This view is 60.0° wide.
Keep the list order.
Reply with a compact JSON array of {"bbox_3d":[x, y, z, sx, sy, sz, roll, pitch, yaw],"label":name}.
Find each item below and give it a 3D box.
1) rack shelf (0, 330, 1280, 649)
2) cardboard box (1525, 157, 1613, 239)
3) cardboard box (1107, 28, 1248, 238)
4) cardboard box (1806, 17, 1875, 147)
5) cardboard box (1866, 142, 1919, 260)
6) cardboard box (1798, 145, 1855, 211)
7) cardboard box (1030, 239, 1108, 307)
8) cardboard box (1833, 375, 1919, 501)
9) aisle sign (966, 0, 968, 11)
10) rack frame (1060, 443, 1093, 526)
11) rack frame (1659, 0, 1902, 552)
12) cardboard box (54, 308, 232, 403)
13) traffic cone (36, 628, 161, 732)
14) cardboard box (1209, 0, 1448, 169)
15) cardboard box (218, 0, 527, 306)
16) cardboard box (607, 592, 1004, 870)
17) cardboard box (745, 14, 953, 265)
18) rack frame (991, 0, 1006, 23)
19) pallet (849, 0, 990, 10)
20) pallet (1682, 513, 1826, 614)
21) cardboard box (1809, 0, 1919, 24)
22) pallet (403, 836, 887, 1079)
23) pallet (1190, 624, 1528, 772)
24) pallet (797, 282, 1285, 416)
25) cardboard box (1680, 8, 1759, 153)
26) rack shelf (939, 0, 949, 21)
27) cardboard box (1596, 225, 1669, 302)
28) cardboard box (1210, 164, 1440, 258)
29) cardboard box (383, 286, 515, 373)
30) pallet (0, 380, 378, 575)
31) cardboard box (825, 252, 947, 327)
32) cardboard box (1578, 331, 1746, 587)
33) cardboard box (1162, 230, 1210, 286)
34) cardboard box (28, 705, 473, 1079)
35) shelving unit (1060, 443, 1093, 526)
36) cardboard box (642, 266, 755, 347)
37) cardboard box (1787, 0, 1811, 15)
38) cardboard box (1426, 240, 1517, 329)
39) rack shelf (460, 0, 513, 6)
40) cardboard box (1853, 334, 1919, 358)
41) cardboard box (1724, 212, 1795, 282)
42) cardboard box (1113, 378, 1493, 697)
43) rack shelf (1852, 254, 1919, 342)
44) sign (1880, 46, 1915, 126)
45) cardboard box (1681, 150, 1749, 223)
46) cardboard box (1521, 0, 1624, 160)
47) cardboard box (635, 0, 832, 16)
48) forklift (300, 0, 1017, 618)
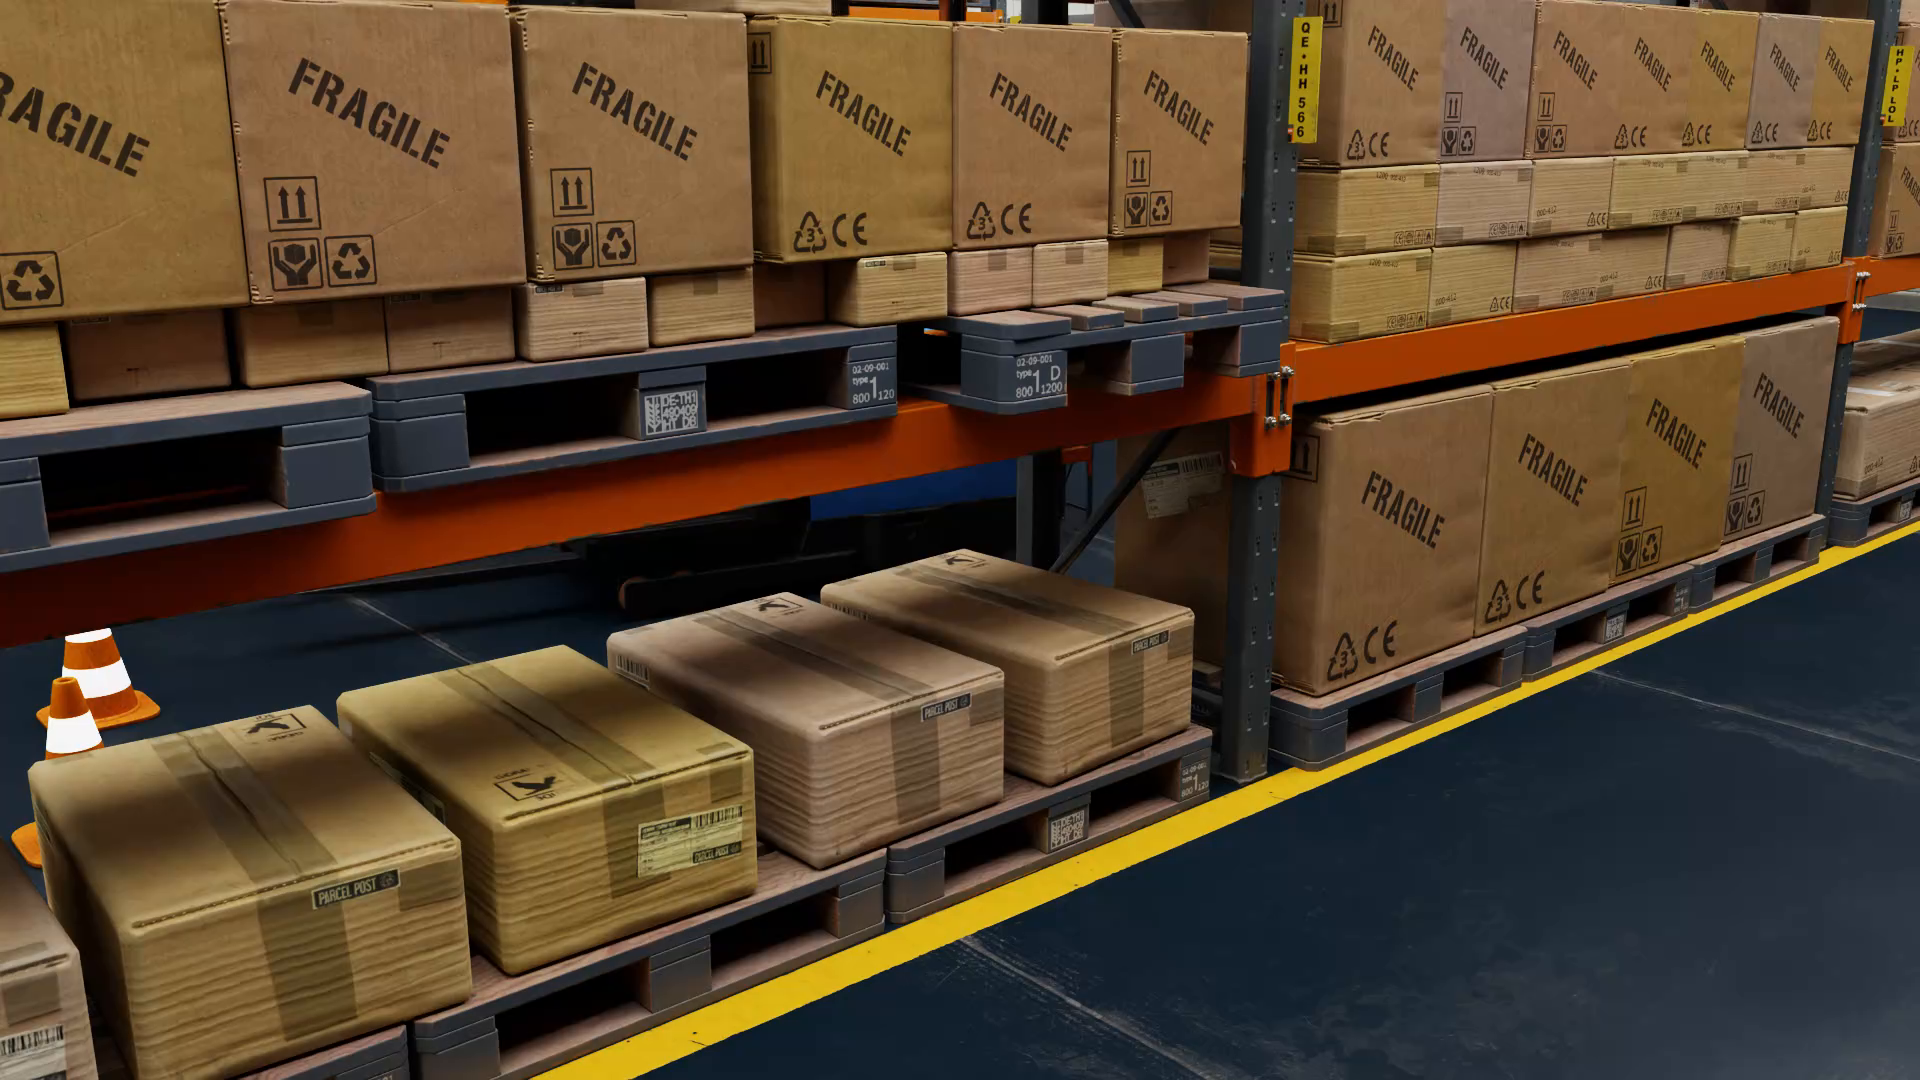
[{"bbox_3d":[-0.950,-0.129,3.815,4.000,0.370,1.077,-13,19,-39],"label":"rack shelf"},{"bbox_3d":[1.878,-1.192,5.721,0.500,0.250,0.500,-13,20,-40],"label":"cardboard box"},{"bbox_3d":[0.399,-1.079,4.395,0.500,0.500,0.500,-13,20,-41],"label":"cardboard box"},{"bbox_3d":[3.405,-1.900,6.920,0.500,0.500,0.500,-12,19,-38],"label":"cardboard box"},{"bbox_3d":[4.103,-1.570,7.622,0.500,0.500,0.500,-12,19,-38],"label":"cardboard box"},{"bbox_3d":[3.404,-1.540,7.026,0.500,0.250,0.500,-13,20,-39],"label":"cardboard box"},{"bbox_3d":[0.151,-0.685,4.175,0.250,0.149,0.380,-13,20,-40],"label":"cardboard box"},{"bbox_3d":[4.121,-0.544,8.124,0.875,0.438,0.875,-13,20,-40],"label":"cardboard box"},{"bbox_3d":[-0.054,-5.427,17.216,0.004,0.787,0.394,-13,19,-39],"label":"aisle sign"},{"bbox_3d":[0.560,-0.661,7.899,0.015,1.200,0.240,-9,18,-31],"label":"rack frame"},{"bbox_3d":[3.577,-1.493,7.528,0.127,3.000,1.000,-13,19,-39],"label":"rack frame"},{"bbox_3d":[-1.476,-0.355,2.940,0.250,0.149,0.380,-11,19,-36],"label":"cardboard box"},{"bbox_3d":[-2.880,0.361,5.501,0.334,0.463,0.336,-13,19,-39],"label":"traffic cone"},{"bbox_3d":[1.092,-1.383,4.984,0.500,0.500,0.500,-14,20,-41],"label":"cardboard box"},{"bbox_3d":[-1.157,-0.723,3.059,0.500,0.500,0.500,-13,20,-40],"label":"cardboard box"},{"bbox_3d":[-0.425,0.471,4.451,0.625,0.372,0.950,-13,20,-40],"label":"cardboard box"},{"bbox_3d":[-0.364,-0.904,3.738,0.500,0.500,0.500,-14,21,-43],"label":"cardboard box"},{"bbox_3d":[0.089,-4.100,17.287,0.127,3.000,1.000,-13,19,-39],"label":"rack frame"},{"bbox_3d":[-0.464,-5.379,16.434,1.213,0.211,1.003,-13,19,-39],"label":"pallet"},{"bbox_3d":[3.044,-0.001,7.343,1.213,0.211,1.003,-13,19,-39],"label":"pallet"},{"bbox_3d":[3.985,-2.341,7.313,0.250,0.149,0.380,-13,20,-40],"label":"cardboard box"},{"bbox_3d":[-0.951,0.869,4.087,1.213,0.211,1.003,-13,19,-39],"label":"pallet"},{"bbox_3d":[1.203,0.413,5.796,1.213,0.211,1.003,-13,19,-39],"label":"pallet"},{"bbox_3d":[0.092,-0.581,4.486,1.003,0.211,1.213,-13,19,-39],"label":"pallet"},{"bbox_3d":[2.624,-1.729,6.279,0.500,0.500,0.500,-12,19,-38],"label":"cardboard box"},{"bbox_3d":[-1.258,-3.203,9.509,4.000,0.370,1.077,-13,19,-39],"label":"rack shelf"},{"bbox_3d":[2.239,-1.040,6.120,0.500,0.250,0.500,-13,19,-39],"label":"cardboard box"},{"bbox_3d":[1.104,-1.022,5.087,0.500,0.250,0.500,-13,20,-40],"label":"cardboard box"},{"bbox_3d":[-1.067,-0.432,3.228,0.250,0.149,0.380,-12,19,-39],"label":"cardboard box"},{"bbox_3d":[-1.786,-0.146,2.858,1.213,0.211,1.003,-13,19,-39],"label":"pallet"},{"bbox_3d":[-0.243,-0.594,3.836,0.250,0.149,0.380,-12,19,-38],"label":"cardboard box"},{"bbox_3d":[2.485,-0.394,6.718,0.875,0.875,0.875,-12,19,-38],"label":"cardboard box"},{"bbox_3d":[0.466,-0.796,4.590,0.250,0.149,0.380,-12,19,-37],"label":"cardboard box"},{"bbox_3d":[-1.524,0.717,3.532,0.625,0.372,0.950,-11,19,-36],"label":"cardboard box"},{"bbox_3d":[0.354,-0.627,7.773,0.503,1.200,0.258,-9,18,-31],"label":"shelving unit"},{"bbox_3d":[-0.650,-0.518,3.549,0.250,0.149,0.380,-13,20,-41],"label":"cardboard box"},{"bbox_3d":[3.870,-2.476,7.818,0.250,0.149,0.380,-12,19,-38],"label":"cardboard box"},{"bbox_3d":[1.469,-0.868,5.476,0.500,0.250,0.500,-13,20,-41],"label":"cardboard box"},{"bbox_3d":[-4.437,-4.185,13.188,4.000,0.370,1.077,-13,19,-39],"label":"rack shelf"},{"bbox_3d":[5.477,-0.848,9.263,0.875,0.438,0.875,-12,19,-38],"label":"cardboard box"},{"bbox_3d":[3.019,-1.210,6.757,0.500,0.250,0.500,-13,20,-40],"label":"cardboard box"},{"bbox_3d":[1.135,-0.093,5.589,0.875,0.875,0.875,-13,20,-40],"label":"cardboard box"},{"bbox_3d":[5.086,-1.484,8.889,4.000,0.370,1.077,-13,19,-39],"label":"rack shelf"},{"bbox_3d":[3.940,-1.910,6.999,0.005,0.325,0.100,-13,19,-39],"label":"sign"},{"bbox_3d":[2.645,-1.365,6.371,0.500,0.250,0.500,-12,19,-38],"label":"cardboard box"},{"bbox_3d":[1.860,-1.553,5.622,0.500,0.500,0.500,-12,19,-38],"label":"cardboard box"},{"bbox_3d":[-0.490,-1.192,3.559,0.250,0.149,0.380,-14,20,-42],"label":"cardboard box"},{"bbox_3d":[-1.248,-1.261,6.792,3.031,2.935,1.130,-8,17,-26],"label":"forklift"}]
